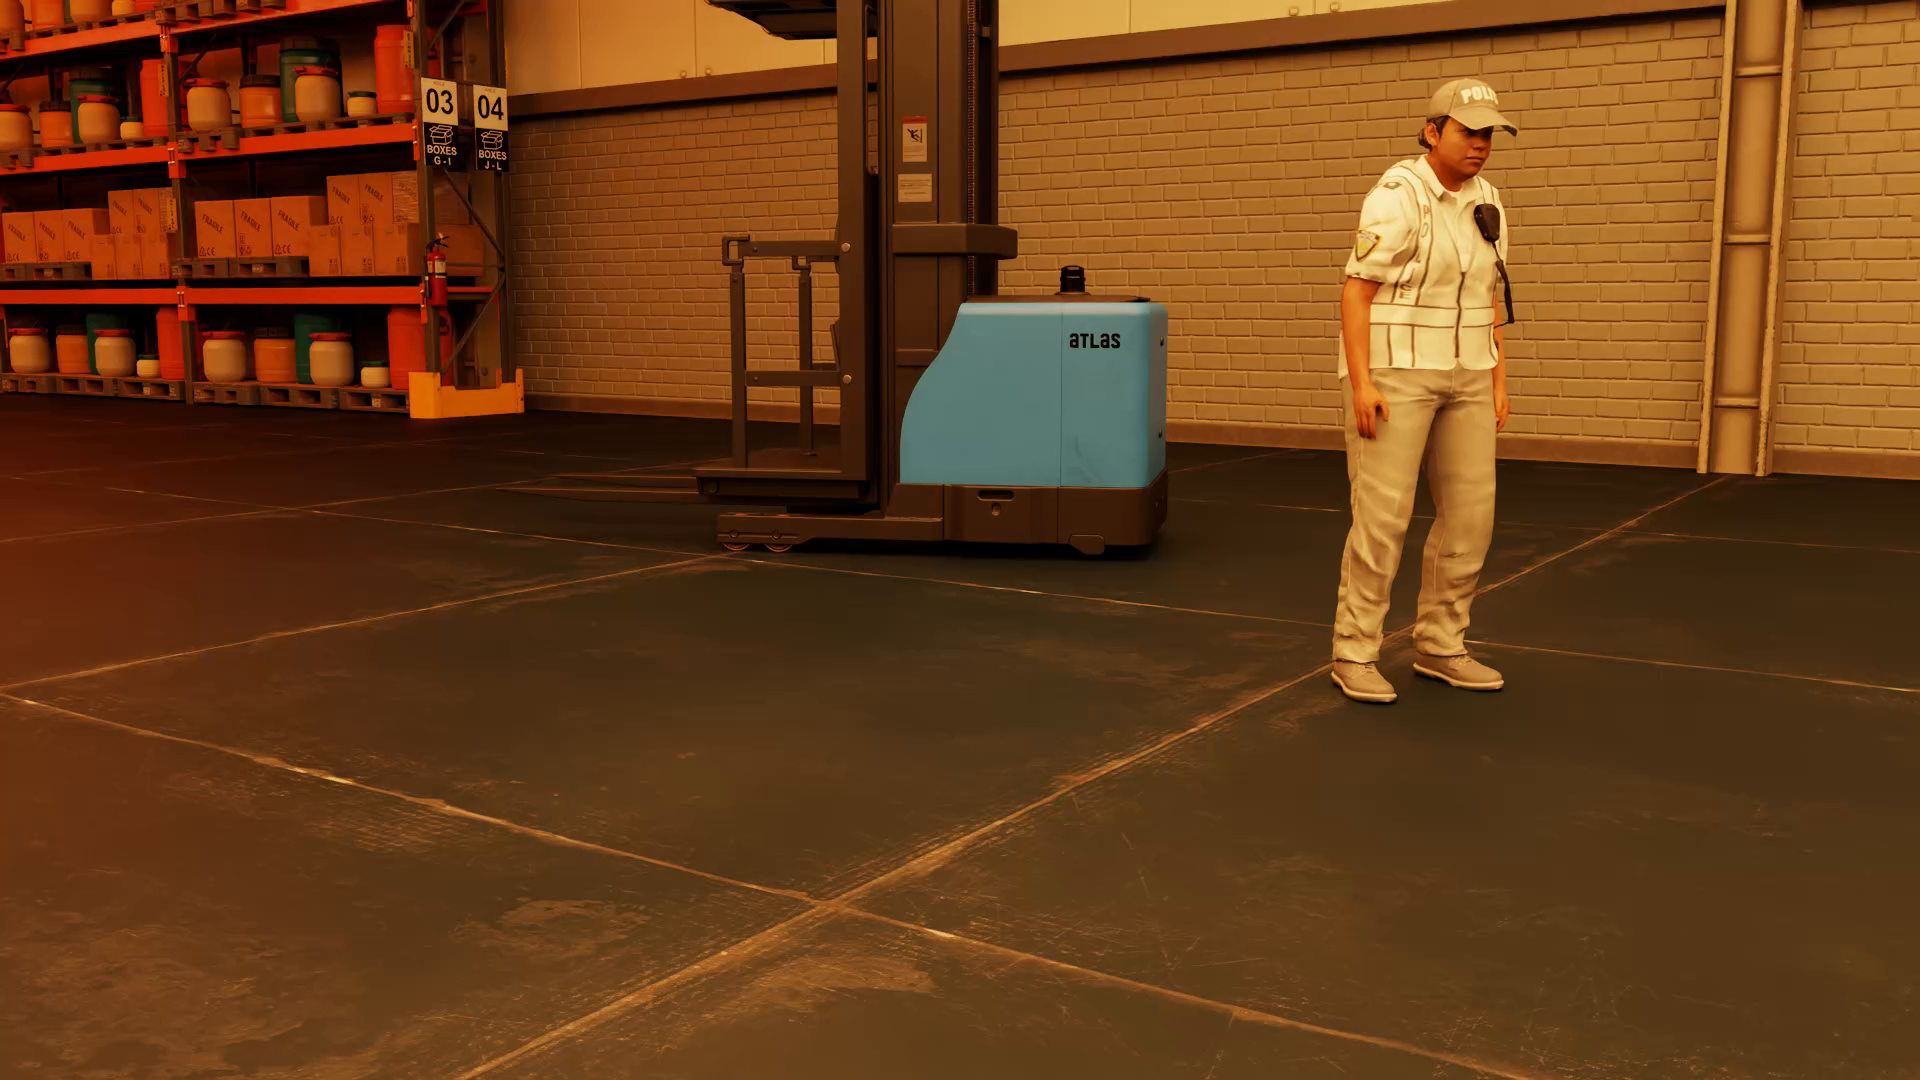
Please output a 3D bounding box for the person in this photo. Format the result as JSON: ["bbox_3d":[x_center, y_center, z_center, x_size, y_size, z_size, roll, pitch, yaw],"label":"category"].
[{"bbox_3d":[1.291,-0.411,4.587,0.547,1.666,0.473,-3,9,-23],"label":"person"}]

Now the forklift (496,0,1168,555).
[{"bbox_3d":[-0.596,-1.469,7.520,3.031,2.935,1.130,2,8,12],"label":"forklift"}]
